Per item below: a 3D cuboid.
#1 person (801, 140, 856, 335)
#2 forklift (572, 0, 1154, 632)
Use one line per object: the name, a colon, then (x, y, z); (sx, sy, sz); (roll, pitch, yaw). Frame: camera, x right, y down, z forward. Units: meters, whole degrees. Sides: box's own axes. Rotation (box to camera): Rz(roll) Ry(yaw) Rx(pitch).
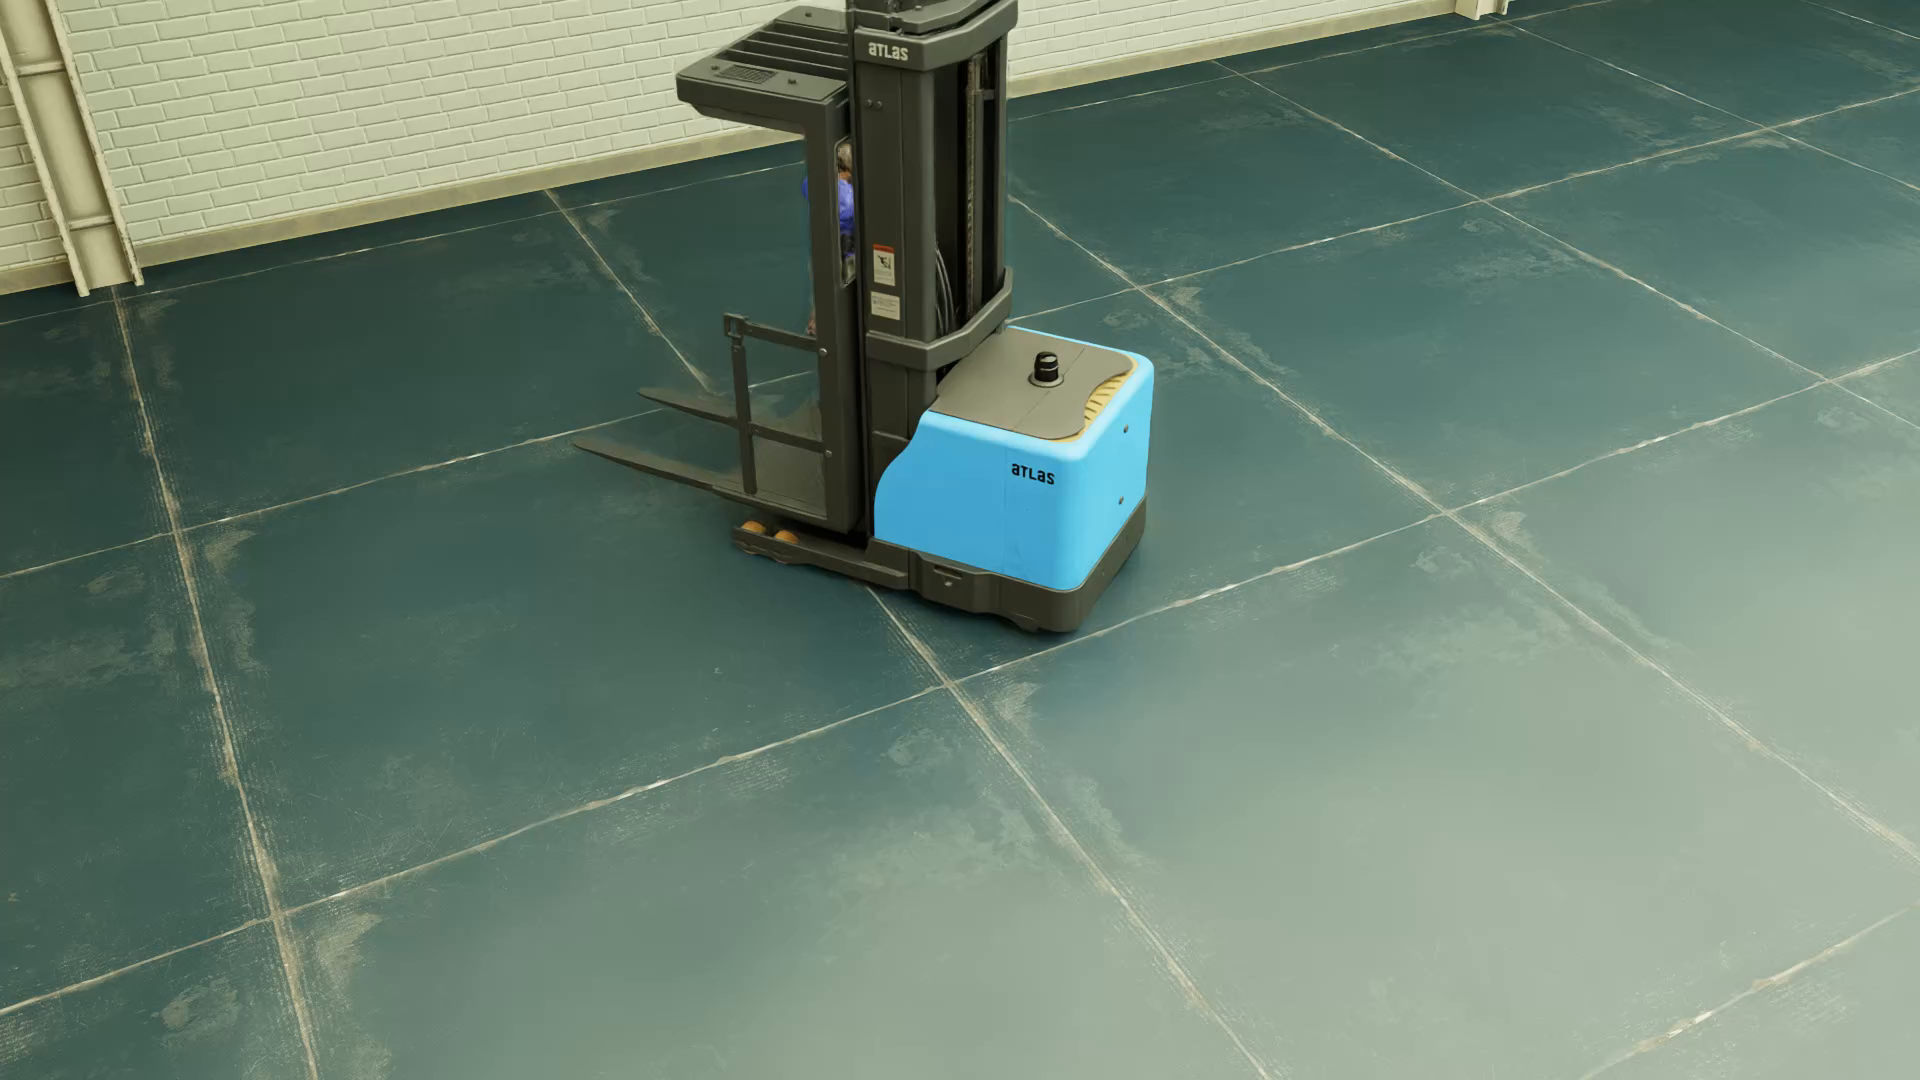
person: (-0.559, -1.706, 9.832); (0.942, 1.444, 0.694); (29, 44, 34)
forklift: (-0.601, -1.333, 8.008); (3.031, 2.935, 1.130); (16, 38, 21)
